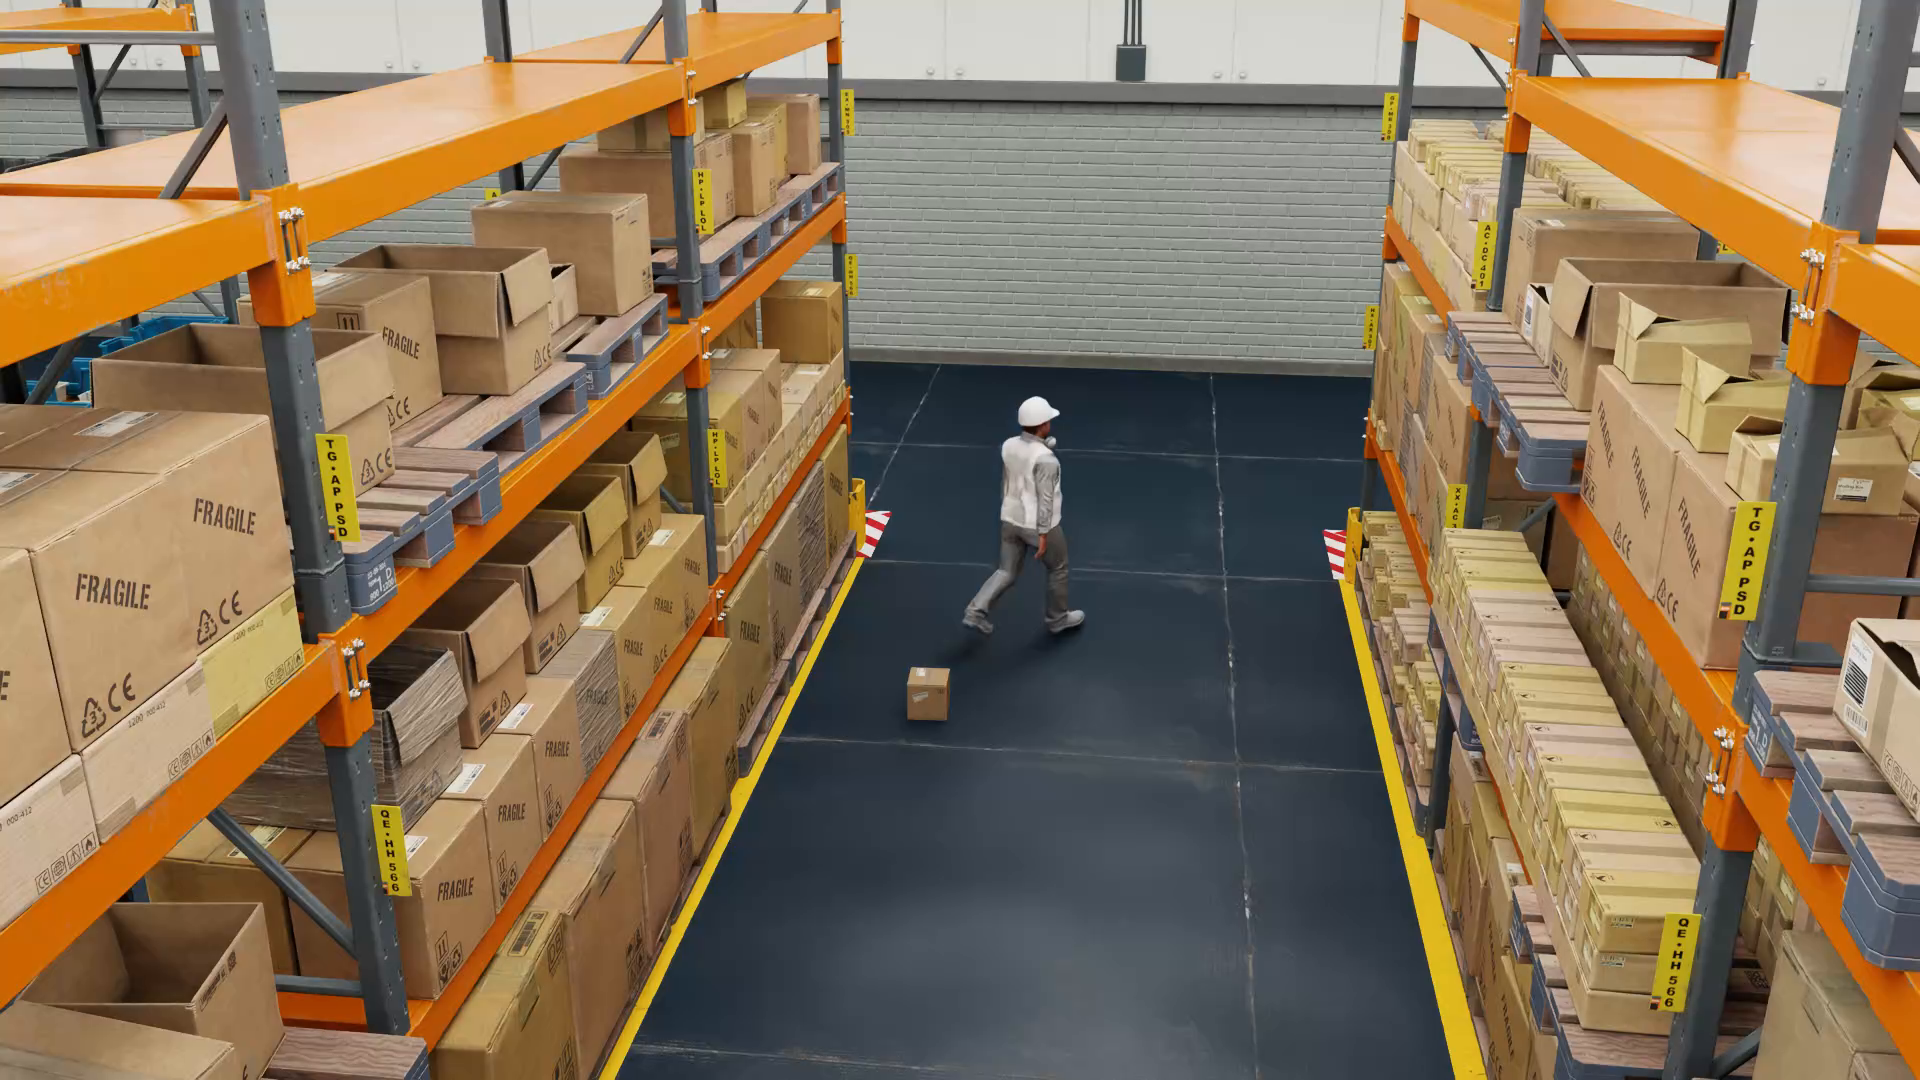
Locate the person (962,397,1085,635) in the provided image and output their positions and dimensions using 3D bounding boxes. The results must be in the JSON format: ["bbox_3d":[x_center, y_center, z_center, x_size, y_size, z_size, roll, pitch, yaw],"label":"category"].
[{"bbox_3d":[0.449,-0.129,11.401,0.980,1.741,0.533,-18,27,-38],"label":"person"}]
